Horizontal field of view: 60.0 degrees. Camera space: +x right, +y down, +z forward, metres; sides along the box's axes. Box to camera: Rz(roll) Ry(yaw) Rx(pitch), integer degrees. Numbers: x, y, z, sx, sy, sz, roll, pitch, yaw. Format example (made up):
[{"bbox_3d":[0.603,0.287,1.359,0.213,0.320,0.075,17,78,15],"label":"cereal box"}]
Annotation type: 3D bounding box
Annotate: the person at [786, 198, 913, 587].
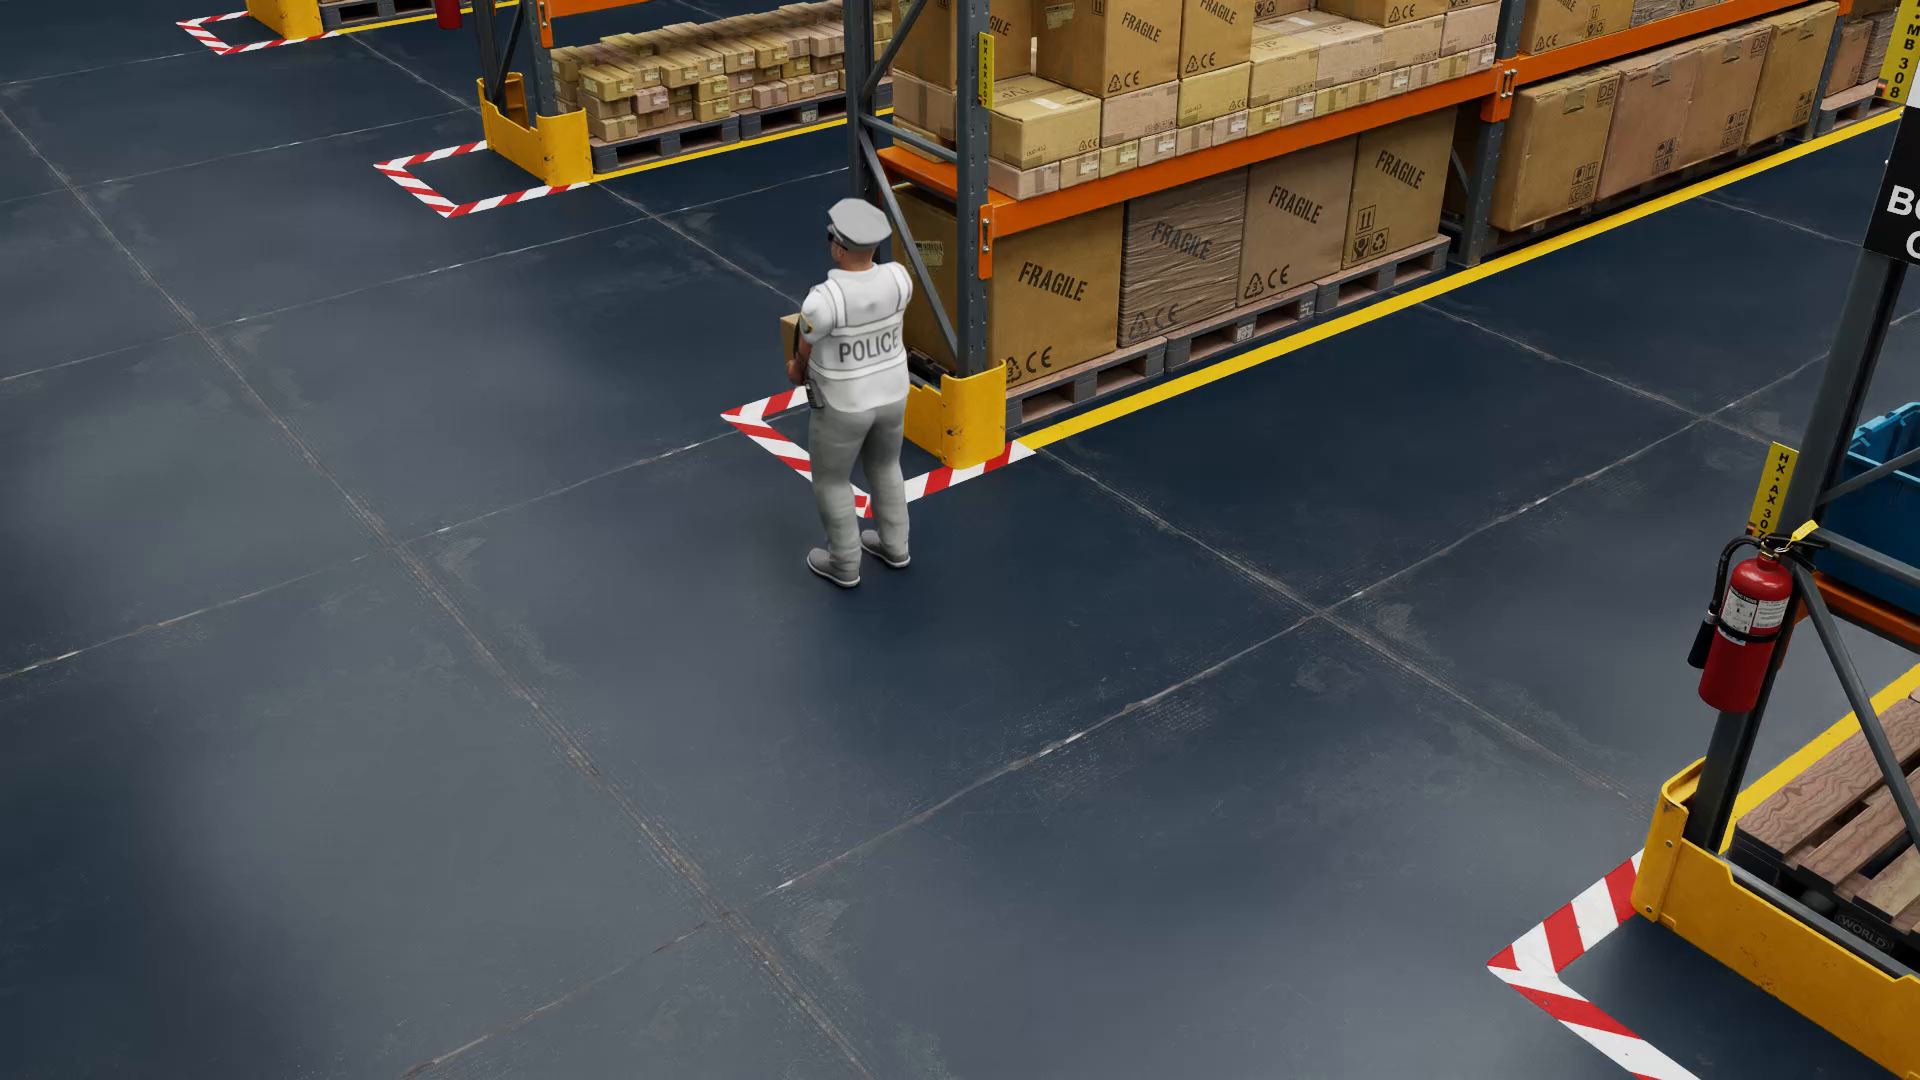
[{"bbox_3d":[-0.496,-0.650,7.155,0.494,1.766,0.565,-22,38,-31],"label":"person"}]
